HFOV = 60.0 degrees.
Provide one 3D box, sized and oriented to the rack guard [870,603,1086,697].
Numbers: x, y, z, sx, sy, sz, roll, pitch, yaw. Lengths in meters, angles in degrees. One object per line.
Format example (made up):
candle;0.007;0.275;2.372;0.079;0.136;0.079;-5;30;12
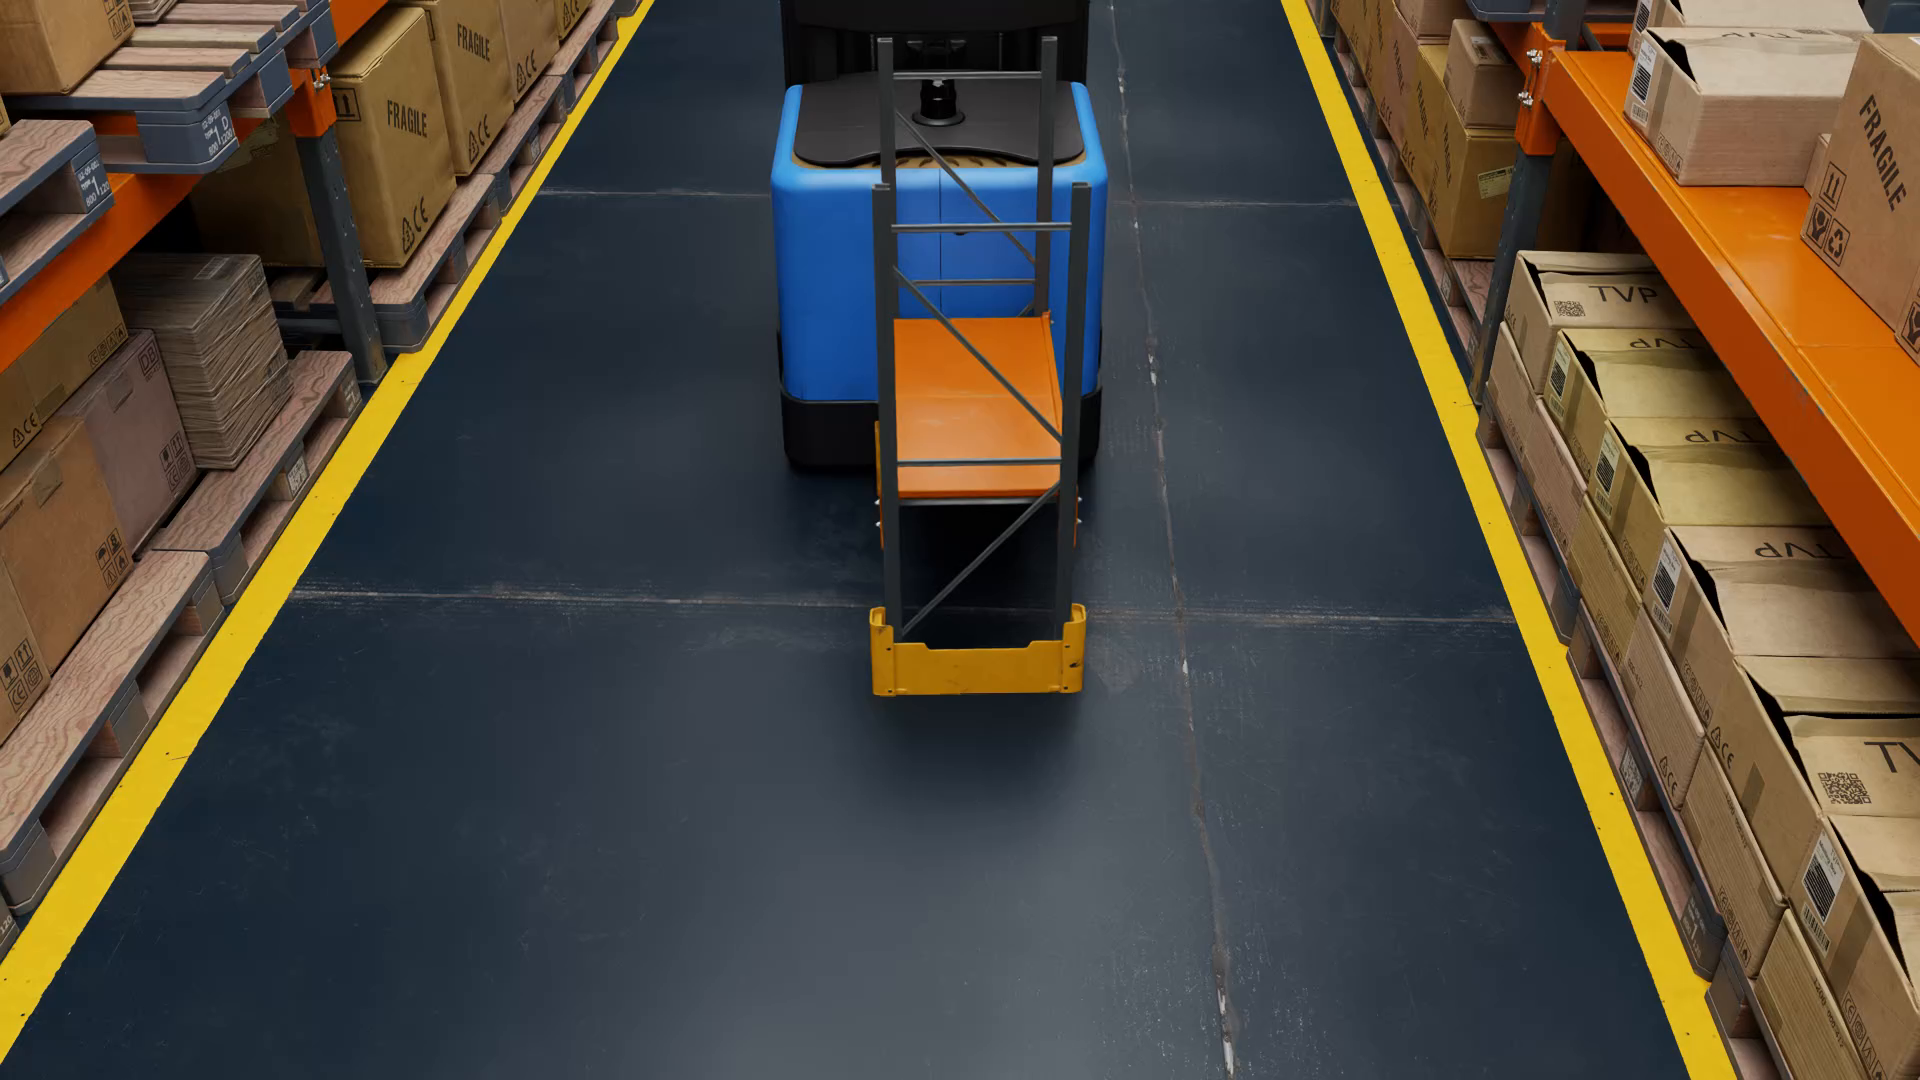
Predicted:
rack guard;0.048;0.305;4.598;0.587;0.250;0.087;-1;35;-1

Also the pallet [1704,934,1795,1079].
pallet;2.166;1.295;3.224;1.003;0.211;1.213;1;35;2

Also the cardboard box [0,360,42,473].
cardboard box;-2.692;-0.260;4.150;0.500;0.250;0.500;1;35;2

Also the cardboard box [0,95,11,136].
cardboard box;-2.651;-1.067;3.689;0.700;0.500;0.500;1;35;2

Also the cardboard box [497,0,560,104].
cardboard box;-2.383;-2.536;7.753;0.750;0.750;0.750;2;35;3

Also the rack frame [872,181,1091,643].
rack frame;0.049;-0.195;4.223;0.500;1.500;0.032;-1;35;-1

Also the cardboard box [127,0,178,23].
cardboard box;-2.623;-1.783;4.709;0.700;0.500;0.500;-3;35;-4

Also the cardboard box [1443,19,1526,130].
cardboard box;2.137;-1.759;6.284;0.500;0.250;0.500;3;35;4

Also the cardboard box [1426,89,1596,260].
cardboard box;2.139;-1.420;6.453;0.500;0.500;0.500;3;35;4

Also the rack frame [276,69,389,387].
rack frame;-2.614;-1.832;5.248;1.000;3.000;0.127;1;35;2

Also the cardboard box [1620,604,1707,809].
cardboard box;1.966;0.409;4.085;0.500;0.250;0.500;2;35;3

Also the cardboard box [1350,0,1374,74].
cardboard box;2.223;-2.596;8.127;0.500;0.500;0.500;2;35;3

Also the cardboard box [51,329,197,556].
cardboard box;-2.728;-0.281;4.833;0.700;0.500;0.500;1;35;2

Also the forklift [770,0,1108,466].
forklift;-0.094;-2.260;5.917;1.130;2.935;3.031;-1;35;-1

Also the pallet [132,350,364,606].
pallet;-2.647;-0.243;5.411;1.003;0.211;1.213;1;35;2

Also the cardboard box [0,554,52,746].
cardboard box;-2.730;0.295;4.013;0.700;0.500;0.500;2;35;2

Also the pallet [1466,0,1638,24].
pallet;2.293;-2.033;5.700;1.213;0.211;1.003;1;35;2

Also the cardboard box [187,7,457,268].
cardboard box;-2.454;-1.544;6.343;0.750;0.750;0.750;1;35;1

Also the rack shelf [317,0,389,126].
rack shelf;-2.534;-2.687;7.090;1.077;0.370;4.000;1;35;2

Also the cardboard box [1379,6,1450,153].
cardboard box;2.175;-2.019;7.306;0.500;0.500;0.500;0;35;0

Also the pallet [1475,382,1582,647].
pallet;2.264;-0.107;5.219;1.003;0.211;1.213;1;35;2

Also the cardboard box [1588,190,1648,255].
cardboard box;2.639;-1.132;6.044;0.500;0.500;0.500;3;35;4

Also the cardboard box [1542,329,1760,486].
cardboard box;2.008;-0.400;4.749;0.500;0.311;0.500;1;35;1

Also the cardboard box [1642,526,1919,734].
cardboard box;1.966;0.188;3.912;0.500;0.311;0.500;1;35;1

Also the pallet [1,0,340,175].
pallet;-2.536;-1.342;4.718;1.213;0.211;1.003;1;35;2

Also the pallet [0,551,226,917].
pallet;-2.699;0.457;4.417;1.003;0.211;1.213;1;35;2

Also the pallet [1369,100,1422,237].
pallet;2.455;-1.706;7.494;1.003;0.211;1.213;1;35;2

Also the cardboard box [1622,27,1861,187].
cardboard box;2.106;-1.174;4.390;0.500;0.311;0.500;1;35;1

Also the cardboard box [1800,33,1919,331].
cardboard box;2.285;-0.797;3.688;0.500;0.500;0.500;0;35;-1

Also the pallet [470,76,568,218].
pallet;-2.456;-1.842;7.687;1.003;0.211;1.213;1;35;2

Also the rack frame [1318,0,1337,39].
rack frame;2.496;-4.018;8.359;1.000;3.000;0.127;1;35;2

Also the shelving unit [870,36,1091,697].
shelving unit;0.035;-0.492;4.646;0.587;1.500;1.083;-1;35;-1

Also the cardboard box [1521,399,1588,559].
cardboard box;2.002;-0.184;4.929;0.500;0.250;0.500;0;35;1

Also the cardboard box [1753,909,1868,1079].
cardboard box;1.924;0.996;3.251;0.500;0.250;0.500;1;35;1

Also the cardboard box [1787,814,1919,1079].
cardboard box;1.919;0.763;3.093;0.500;0.311;0.500;2;35;3

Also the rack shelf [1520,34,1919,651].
rack shelf;2.255;-0.277;3.661;1.077;0.370;4.000;1;35;2
